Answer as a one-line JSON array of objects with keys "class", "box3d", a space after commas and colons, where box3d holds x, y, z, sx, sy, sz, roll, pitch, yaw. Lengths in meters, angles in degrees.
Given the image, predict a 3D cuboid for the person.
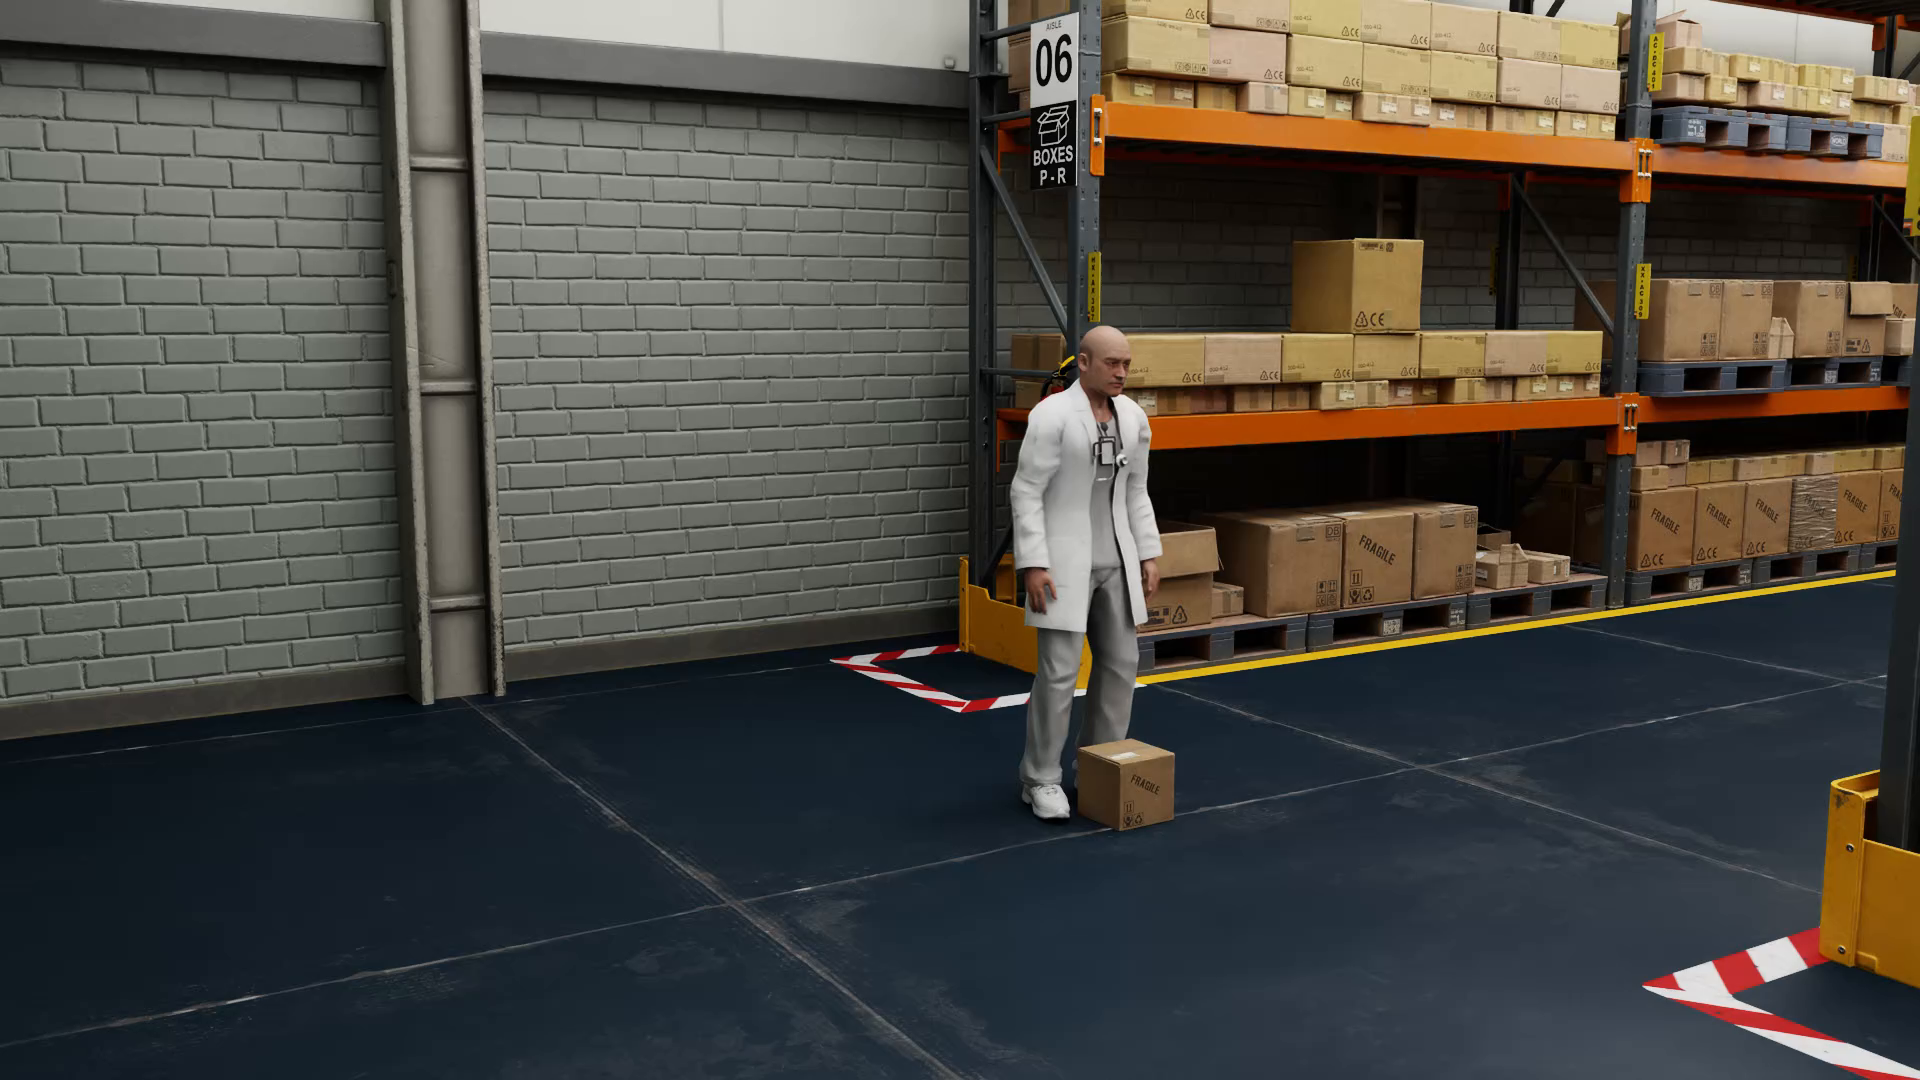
[{"class": "person", "box3d": [0.475, 0.102, 6.147, 0.655, 1.774, 0.415, -5, 9, -32]}]
